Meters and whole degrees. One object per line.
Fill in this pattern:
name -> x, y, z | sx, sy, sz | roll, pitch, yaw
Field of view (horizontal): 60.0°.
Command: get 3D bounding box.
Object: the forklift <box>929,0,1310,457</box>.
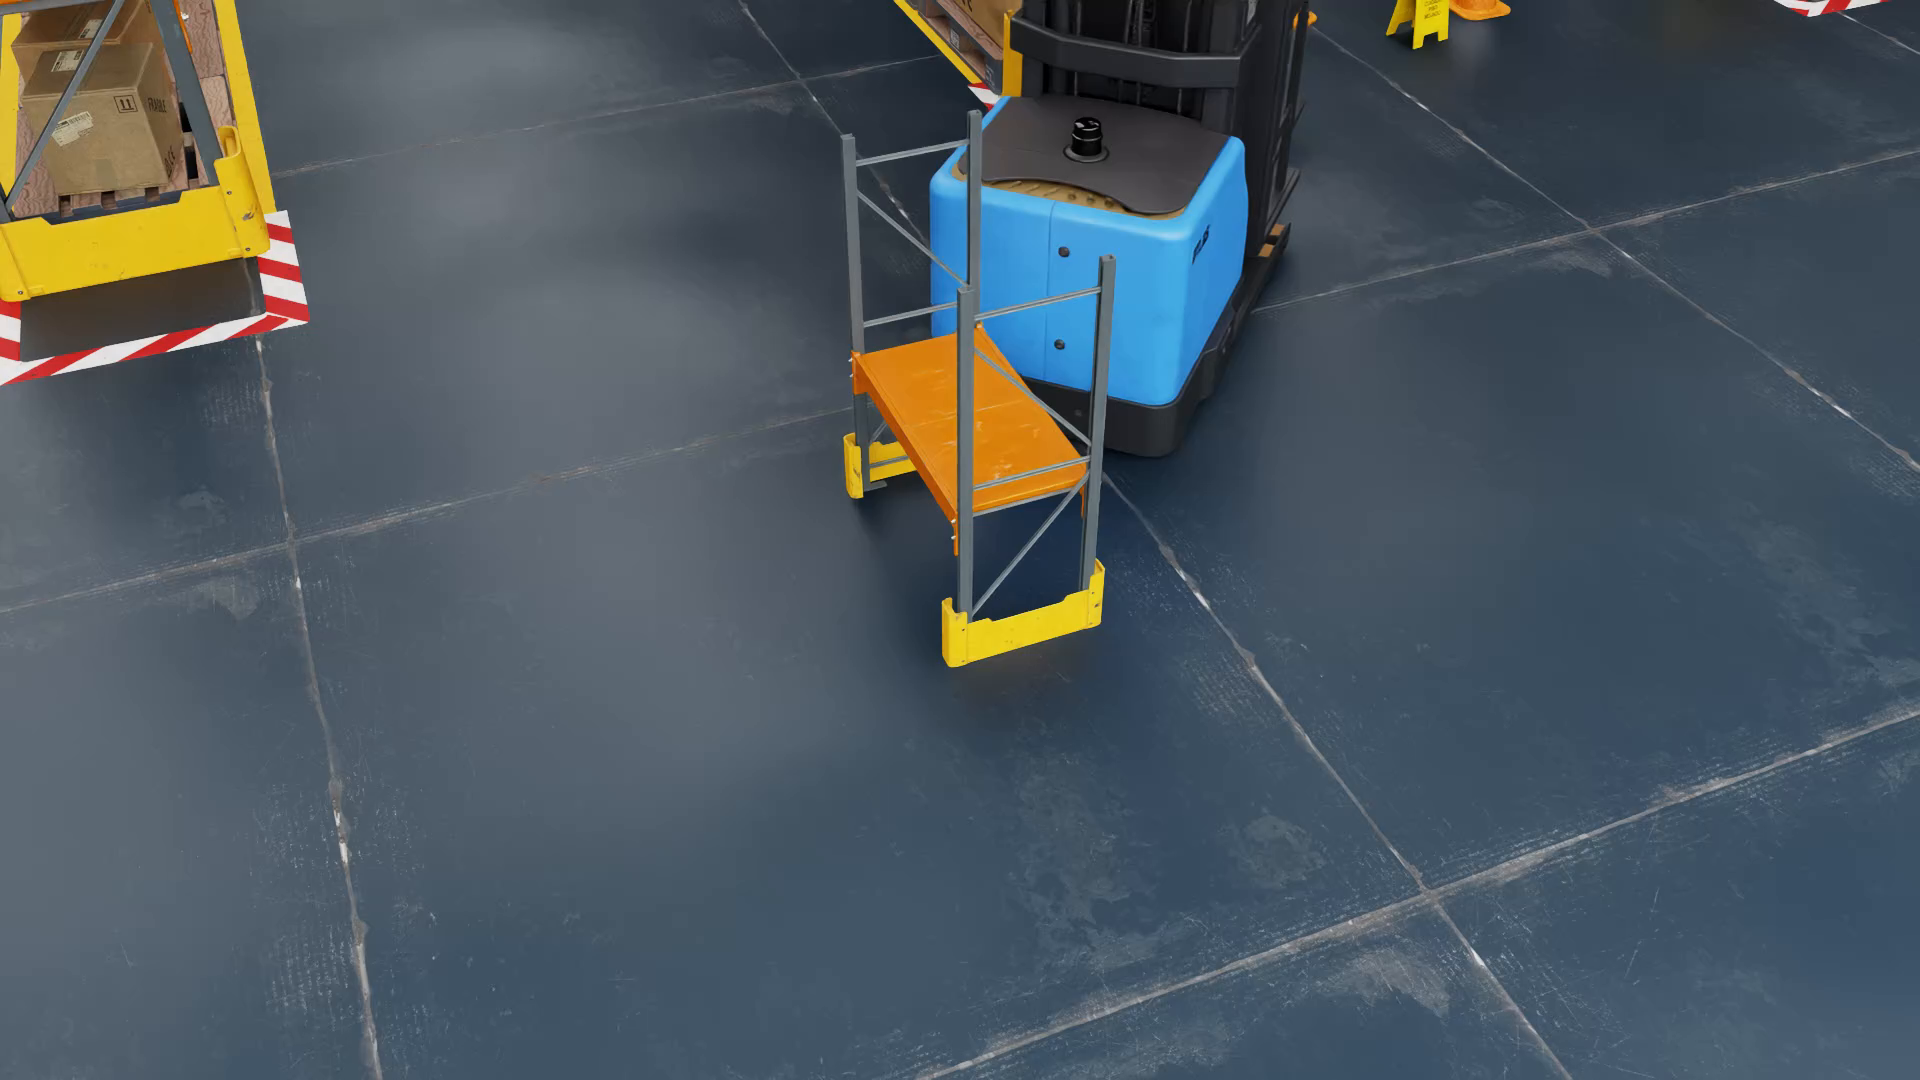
forklift -> 0.896, -2.402, 6.795 | 1.130, 2.935, 3.031 | 15, 43, 17

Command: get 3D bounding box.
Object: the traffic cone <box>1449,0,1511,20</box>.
traffic cone -> 3.089, -3.367, 9.810 | 0.336, 0.463, 0.334 | -15, 43, -17

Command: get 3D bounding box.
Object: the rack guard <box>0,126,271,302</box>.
rack guard -> -3.844, -1.499, 7.610 | 1.175, 0.500, 0.348 | -15, 43, -17

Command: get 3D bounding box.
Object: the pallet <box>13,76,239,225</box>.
pallet -> -4.122, -1.888, 8.283 | 1.003, 0.211, 1.213 | -15, 43, -17

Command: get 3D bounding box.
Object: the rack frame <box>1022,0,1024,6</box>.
rack frame -> 0.806, -3.577, 8.110 | 1.000, 3.000, 0.127 | -15, 43, -17

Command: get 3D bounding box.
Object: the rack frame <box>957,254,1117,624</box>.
rack frame -> 0.227, -0.211, 5.345 | 0.500, 1.500, 0.032 | -15, 43, -17

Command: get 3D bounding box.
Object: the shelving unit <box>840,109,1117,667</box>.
shelving unit -> 0.029, -0.523, 5.708 | 0.587, 1.500, 1.083 | -15, 43, -17

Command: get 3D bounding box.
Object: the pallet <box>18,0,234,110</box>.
pallet -> -4.585, -2.621, 9.136 | 1.003, 0.211, 1.213 | -15, 43, -17

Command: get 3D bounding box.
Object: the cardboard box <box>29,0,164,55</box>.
cardboard box -> -4.521, -2.726, 8.715 | 0.500, 0.500, 0.500 | -11, 42, -13

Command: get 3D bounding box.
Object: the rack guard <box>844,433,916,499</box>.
rack guard -> -0.161, -0.349, 6.464 | 0.587, 0.250, 0.087 | -15, 43, -17

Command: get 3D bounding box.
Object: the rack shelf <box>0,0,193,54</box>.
rack shelf -> -4.580, -3.333, 8.377 | 1.077, 0.370, 4.000 | -15, 43, -17

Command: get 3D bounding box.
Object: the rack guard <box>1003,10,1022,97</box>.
rack guard -> 0.815, -2.615, 8.908 | 1.175, 0.500, 0.348 | -15, 43, -17

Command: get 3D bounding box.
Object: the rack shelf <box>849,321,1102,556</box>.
rack shelf -> 0.033, -0.381, 5.819 | 0.538, 0.185, 1.000 | -15, 43, -17

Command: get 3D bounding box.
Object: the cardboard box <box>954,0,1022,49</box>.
cardboard box -> 0.486, -3.323, 9.121 | 0.875, 0.875, 0.875 | -15, 43, -17

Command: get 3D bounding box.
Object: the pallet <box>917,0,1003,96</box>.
pallet -> 0.428, -2.982, 9.556 | 1.003, 0.211, 1.213 | -15, 43, -17

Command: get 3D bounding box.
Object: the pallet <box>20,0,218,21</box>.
pallet -> -5.056, -3.357, 9.992 | 1.003, 0.211, 1.213 | -15, 43, -17

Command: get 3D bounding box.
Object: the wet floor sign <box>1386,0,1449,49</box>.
wet floor sign -> 2.647, -3.161, 9.431 | 0.267, 0.644, 0.232 | -23, 46, -24

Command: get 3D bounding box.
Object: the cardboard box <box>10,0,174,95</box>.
cardboard box -> -4.299, -2.344, 8.271 | 0.500, 0.500, 0.500 | -5, 41, -6

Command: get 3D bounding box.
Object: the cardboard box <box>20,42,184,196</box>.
cardboard box -> -4.038, -1.993, 7.862 | 0.500, 0.500, 0.500 | -8, 41, -9

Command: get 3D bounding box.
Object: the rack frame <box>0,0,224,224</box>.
rack frame -> -3.815, -2.401, 6.741 | 1.000, 3.000, 0.127 | -15, 43, -17

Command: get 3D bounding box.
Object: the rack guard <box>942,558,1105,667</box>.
rack guard -> 0.220, 0.251, 5.766 | 0.587, 0.250, 0.087 | -15, 43, -17

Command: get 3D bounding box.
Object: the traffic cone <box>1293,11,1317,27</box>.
traffic cone -> 1.915, -3.290, 9.721 | 0.336, 0.463, 0.334 | -15, 43, -17

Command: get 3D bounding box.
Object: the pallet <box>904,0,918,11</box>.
pallet -> -0.035, -3.716, 10.409 | 1.003, 0.211, 1.213 | -15, 43, -17

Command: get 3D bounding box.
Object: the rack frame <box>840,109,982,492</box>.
rack frame -> -0.162, -0.823, 6.057 | 0.500, 1.500, 0.032 | -15, 43, -17
